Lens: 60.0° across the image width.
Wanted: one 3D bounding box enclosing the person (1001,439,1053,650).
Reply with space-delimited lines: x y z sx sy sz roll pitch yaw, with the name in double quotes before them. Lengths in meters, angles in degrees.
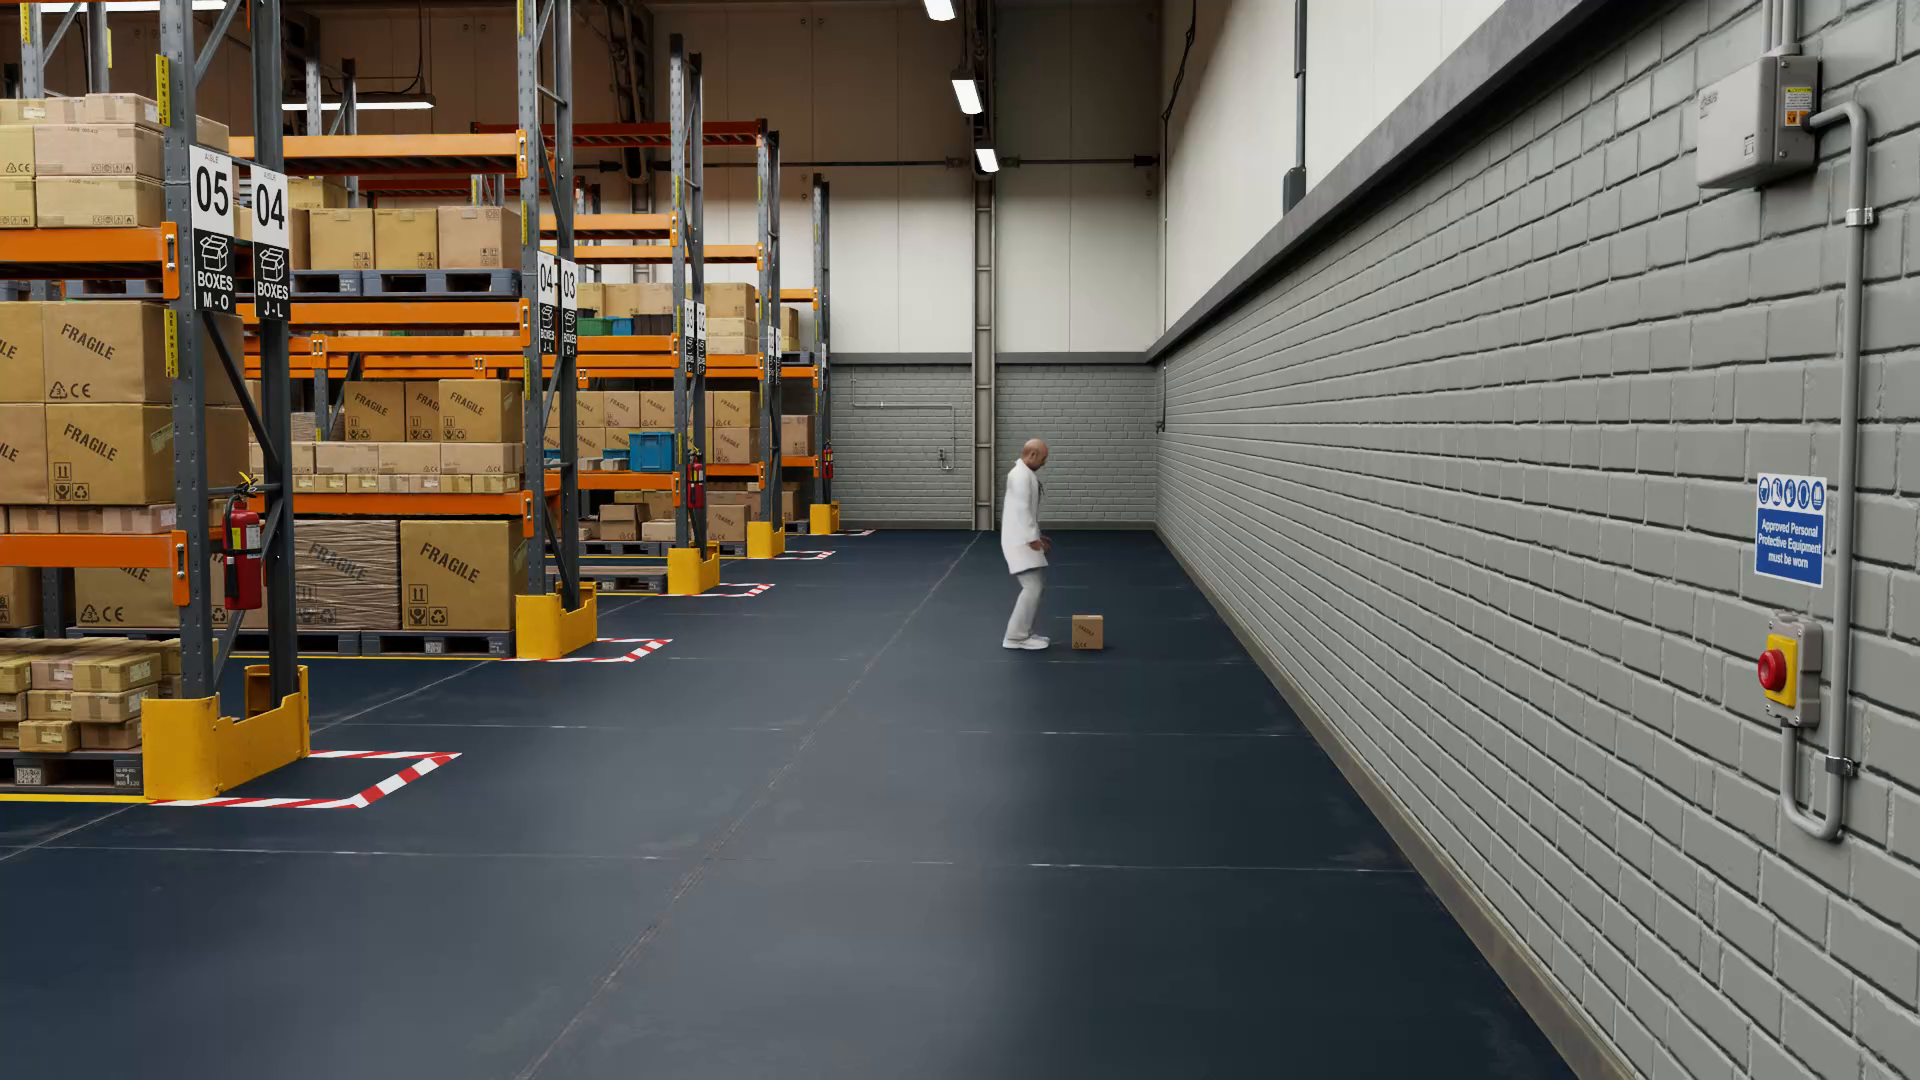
"person" 0.555 0.026 13.812 0.416 1.737 0.587 0 4 5
